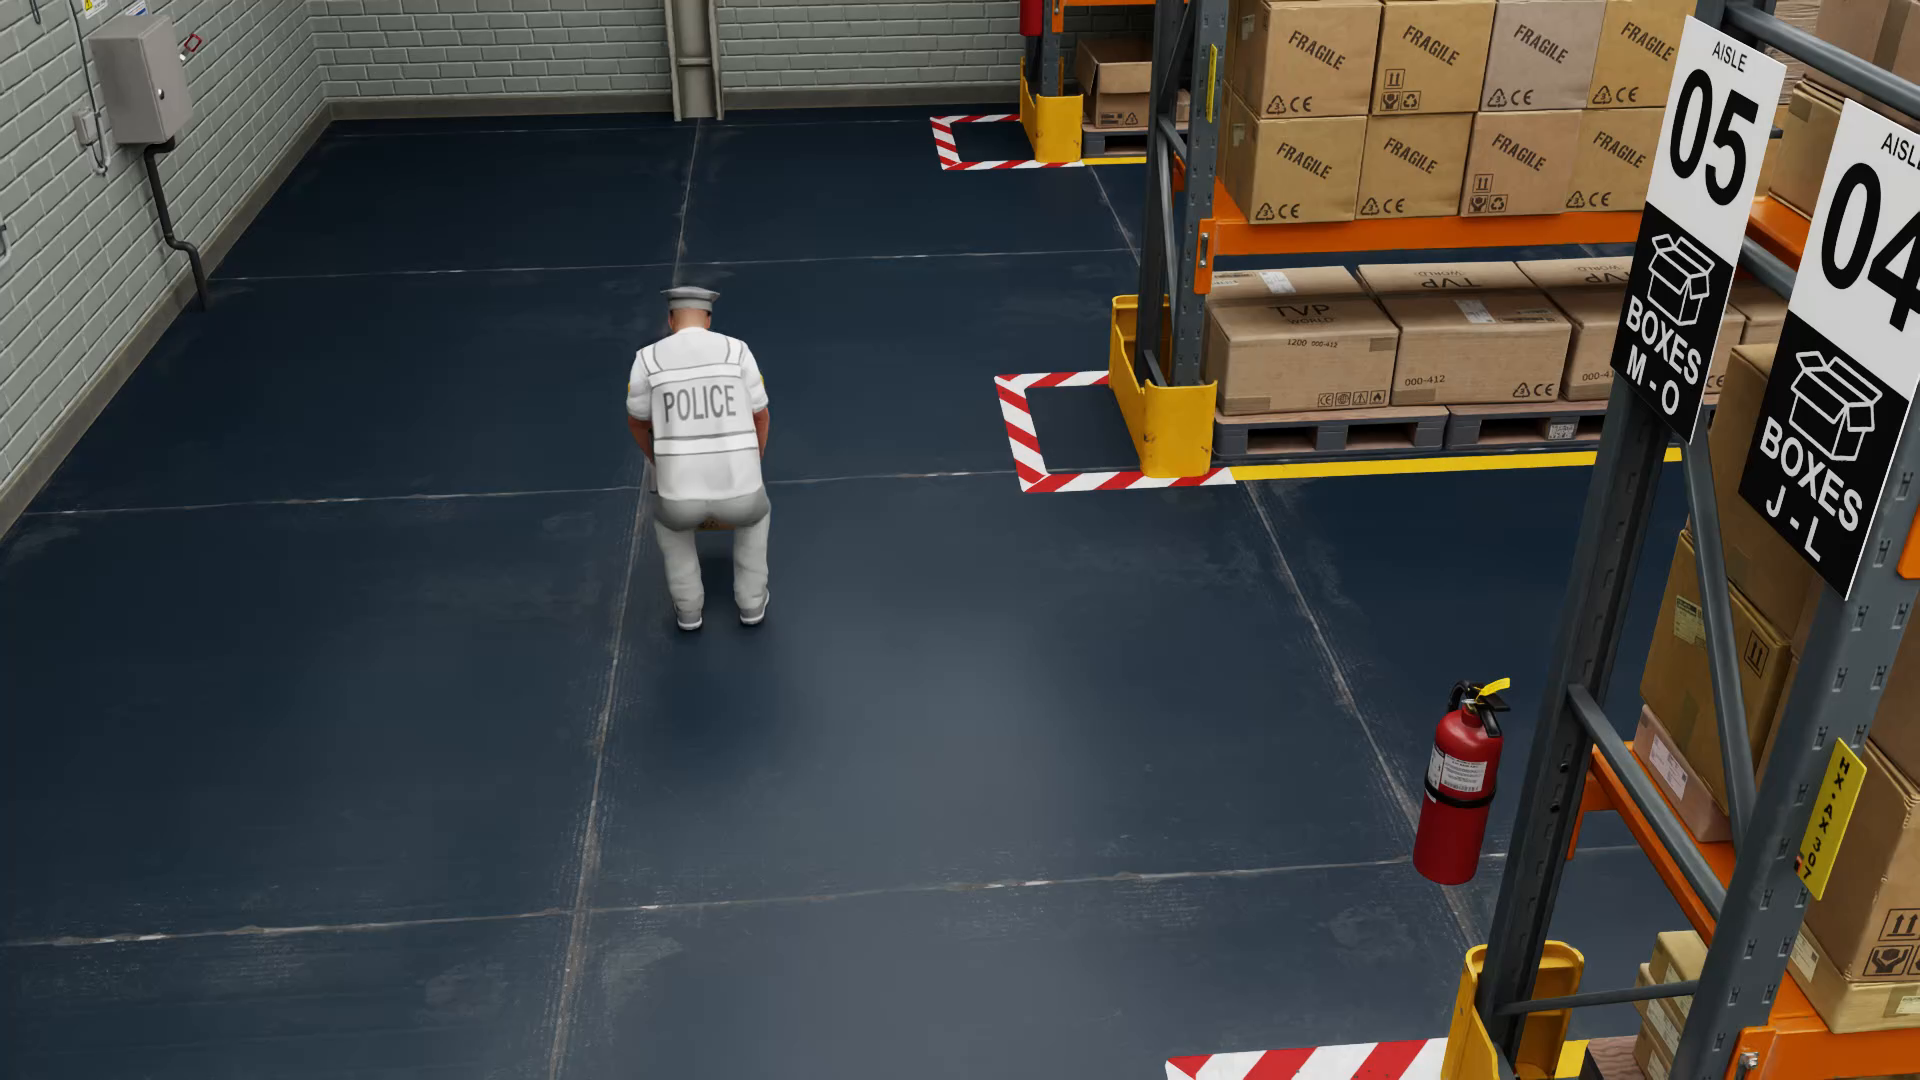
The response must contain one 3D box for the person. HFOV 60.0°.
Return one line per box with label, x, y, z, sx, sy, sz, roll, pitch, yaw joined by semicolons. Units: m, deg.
person;-1.090;-0.318;6.997;0.591;1.412;0.808;-3;31;-4
